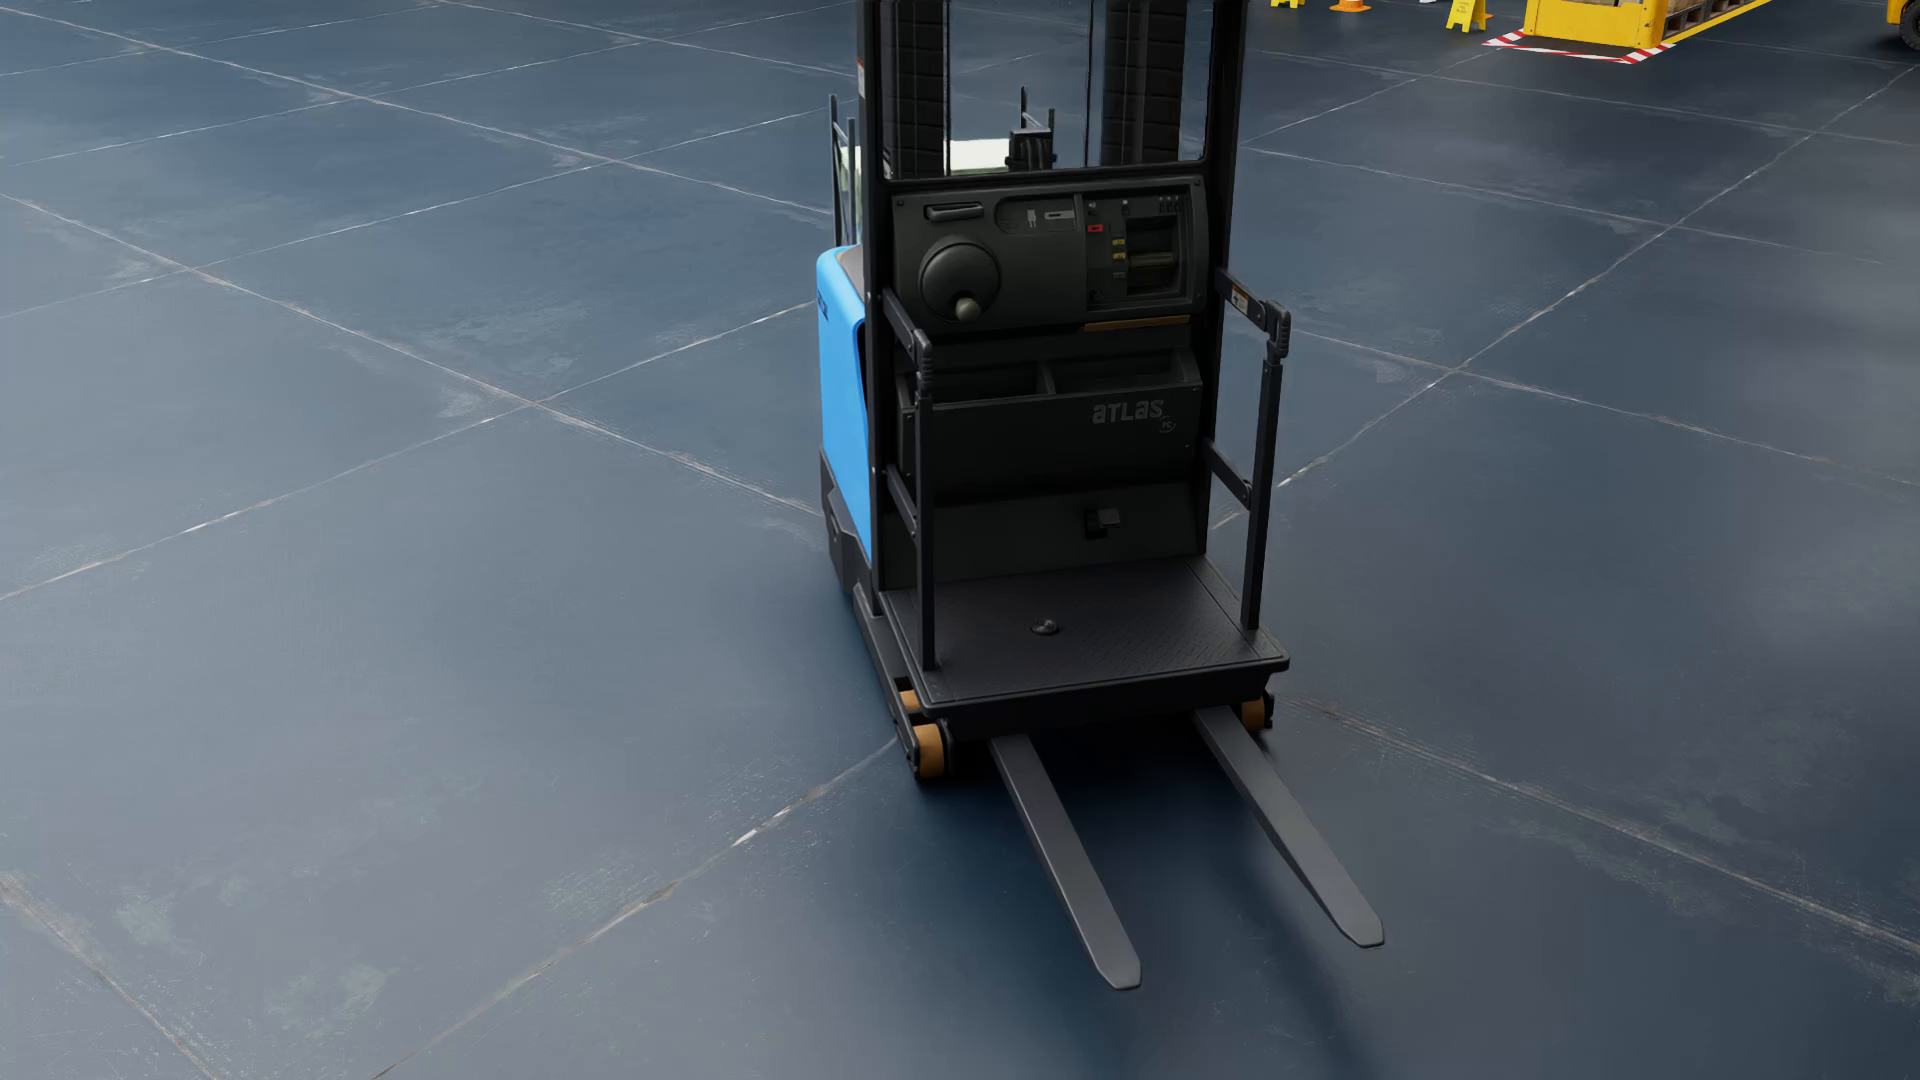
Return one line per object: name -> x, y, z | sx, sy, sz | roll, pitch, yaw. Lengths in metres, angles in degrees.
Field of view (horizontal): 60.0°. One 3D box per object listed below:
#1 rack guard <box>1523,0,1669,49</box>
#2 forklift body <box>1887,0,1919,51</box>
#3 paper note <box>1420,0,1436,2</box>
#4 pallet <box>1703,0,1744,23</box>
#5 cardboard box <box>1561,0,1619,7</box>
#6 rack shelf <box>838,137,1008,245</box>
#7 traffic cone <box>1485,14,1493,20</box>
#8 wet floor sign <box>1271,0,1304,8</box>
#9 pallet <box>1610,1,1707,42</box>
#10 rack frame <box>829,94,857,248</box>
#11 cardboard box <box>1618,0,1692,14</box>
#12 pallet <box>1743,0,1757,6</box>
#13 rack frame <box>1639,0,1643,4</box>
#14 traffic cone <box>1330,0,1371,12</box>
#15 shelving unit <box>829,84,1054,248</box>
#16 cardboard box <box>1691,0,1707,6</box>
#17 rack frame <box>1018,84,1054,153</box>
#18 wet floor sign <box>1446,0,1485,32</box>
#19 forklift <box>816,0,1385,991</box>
rack guard -> 5.678, -4.735, 14.859 | 1.175, 0.500, 0.348 | 21, 34, 34
forklift body -> 9.261, -5.198, 13.956 | 2.313, 2.155, 1.214 | 21, 34, 34
paper note -> 4.695, -5.417, 16.687 | 0.148, 0.019, 0.142 | 9, 29, 17
pallet -> 6.999, -5.315, 16.295 | 1.003, 0.211, 1.213 | 21, 34, 34
cardboard box -> 5.952, -5.157, 15.490 | 0.500, 0.250, 0.500 | 21, 34, 34
rack shelf -> -0.074, -1.291, 6.264 | 0.720, 0.370, 0.431 | -6, 28, -12
traffic cone -> 4.908, -5.221, 15.839 | 0.336, 0.463, 0.334 | 21, 34, 34
wet floor sign -> 3.256, -5.595, 16.362 | 0.267, 0.644, 0.232 | 15, 31, 26
pallet -> 6.222, -4.884, 15.462 | 1.003, 0.211, 1.213 | 21, 34, 34
rack frame -> -0.429, -0.904, 6.366 | 0.023, 1.500, 0.400 | -6, 28, -12
cardboard box -> 6.357, -4.989, 15.164 | 0.500, 0.250, 0.500 | 20, 34, 34
pallet -> 7.774, -5.750, 17.134 | 1.003, 0.211, 1.213 | 21, 34, 34
rack frame -> 5.630, -5.818, 14.233 | 1.000, 3.000, 0.127 | 21, 34, 34
traffic cone -> 3.835, -5.425, 16.233 | 0.336, 0.463, 0.334 | 21, 34, 34
shelving unit -> -0.074, -0.944, 6.443 | 0.755, 1.500, 0.431 | -6, 28, -12
cardboard box -> 6.687, -5.168, 15.510 | 0.500, 0.250, 0.500 | 22, 35, 36
rack frame -> 0.282, -0.984, 6.521 | 0.023, 1.500, 0.400 | -6, 28, -12
wet floor sign -> 4.684, -5.018, 15.248 | 0.232, 0.644, 0.267 | -15, 31, -27
forklift -> 0.320, -0.791, 4.590 | 1.130, 2.935, 3.031 | -6, 28, -12
